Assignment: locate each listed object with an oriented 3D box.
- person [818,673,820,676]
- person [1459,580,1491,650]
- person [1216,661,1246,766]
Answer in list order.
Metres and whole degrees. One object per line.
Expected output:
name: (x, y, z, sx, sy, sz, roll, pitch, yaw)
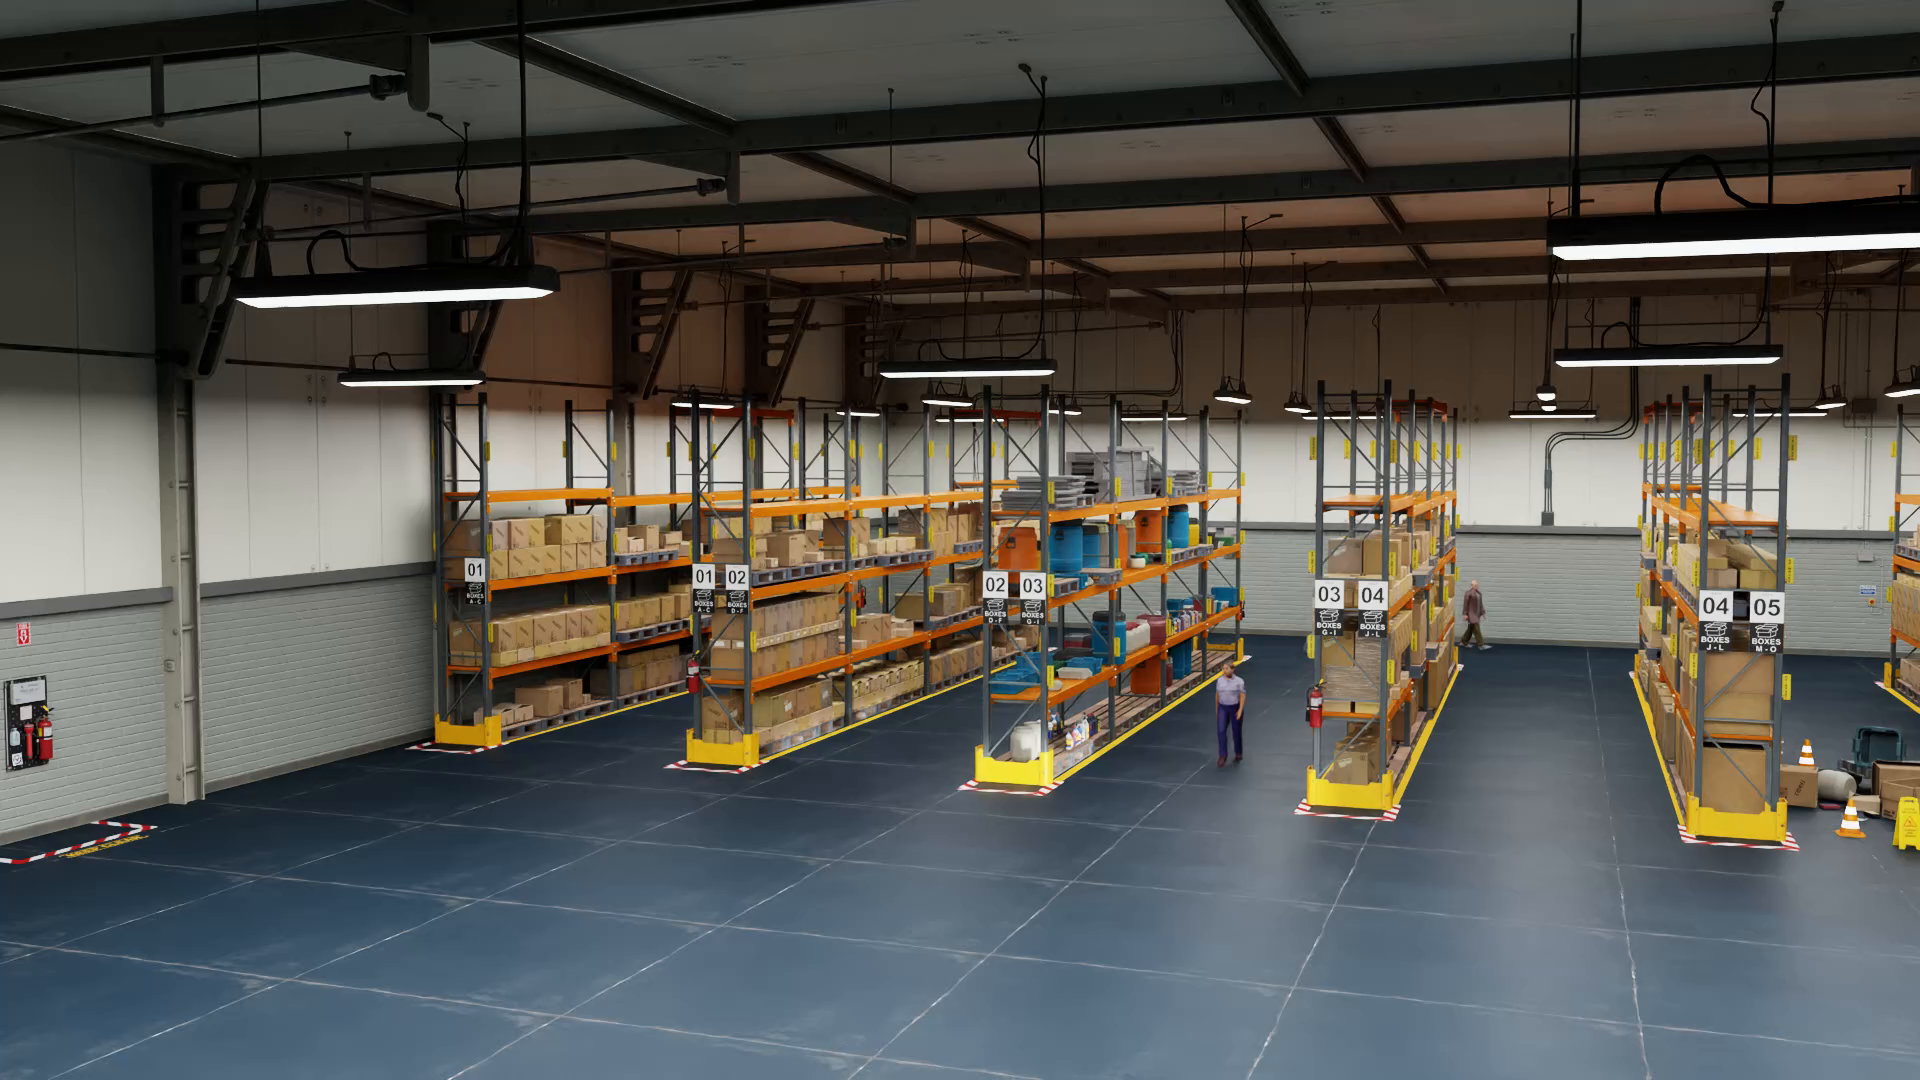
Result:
person: (-3.069, 2.352, 33.974, 0.603, 1.708, 0.628, 0, 3, 2)
person: (13.041, 1.892, 41.994, 0.599, 1.741, 1.039, -2, 4, -36)
person: (4.323, 2.767, 26.670, 0.510, 1.599, 0.886, 1, 3, 20)
